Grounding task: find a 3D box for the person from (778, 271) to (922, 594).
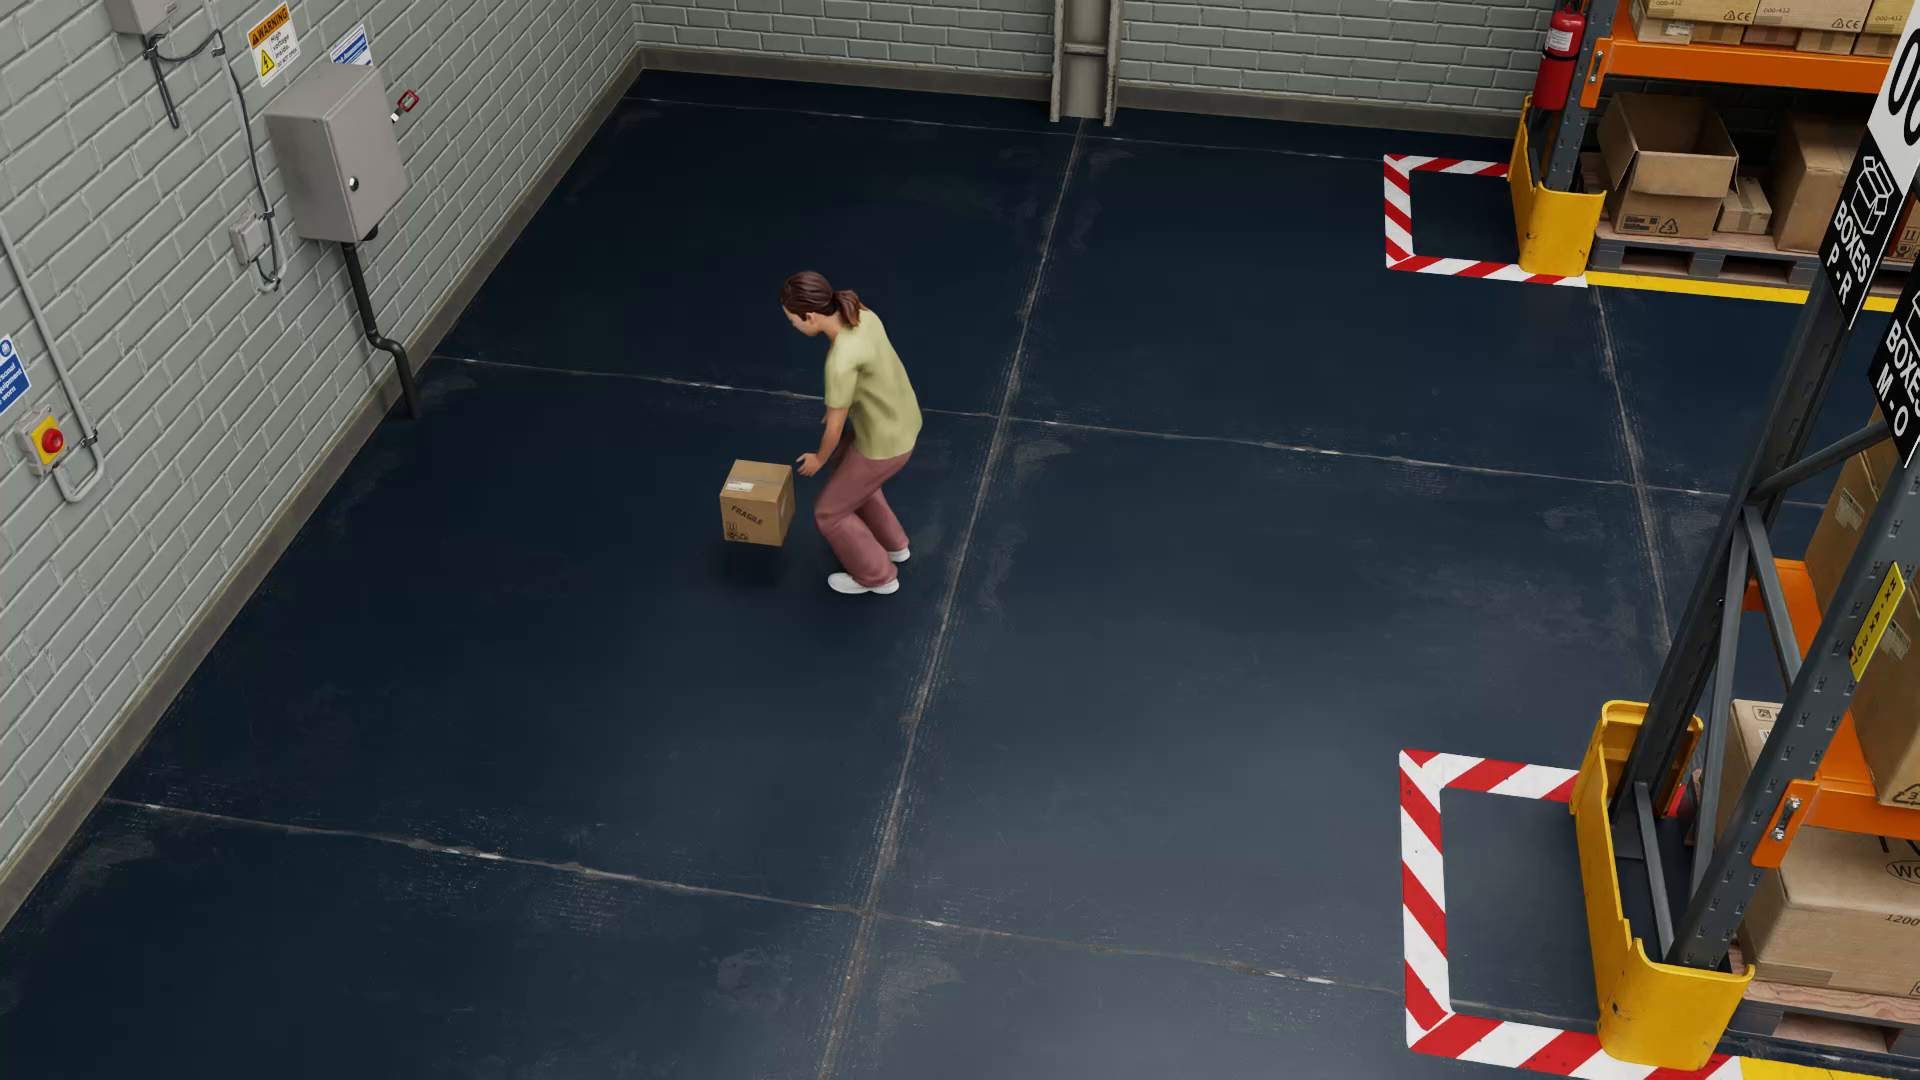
[{"bbox_3d":[-0.433,-0.419,6.776,0.533,1.515,0.498,7,41,8],"label":"person"}]
